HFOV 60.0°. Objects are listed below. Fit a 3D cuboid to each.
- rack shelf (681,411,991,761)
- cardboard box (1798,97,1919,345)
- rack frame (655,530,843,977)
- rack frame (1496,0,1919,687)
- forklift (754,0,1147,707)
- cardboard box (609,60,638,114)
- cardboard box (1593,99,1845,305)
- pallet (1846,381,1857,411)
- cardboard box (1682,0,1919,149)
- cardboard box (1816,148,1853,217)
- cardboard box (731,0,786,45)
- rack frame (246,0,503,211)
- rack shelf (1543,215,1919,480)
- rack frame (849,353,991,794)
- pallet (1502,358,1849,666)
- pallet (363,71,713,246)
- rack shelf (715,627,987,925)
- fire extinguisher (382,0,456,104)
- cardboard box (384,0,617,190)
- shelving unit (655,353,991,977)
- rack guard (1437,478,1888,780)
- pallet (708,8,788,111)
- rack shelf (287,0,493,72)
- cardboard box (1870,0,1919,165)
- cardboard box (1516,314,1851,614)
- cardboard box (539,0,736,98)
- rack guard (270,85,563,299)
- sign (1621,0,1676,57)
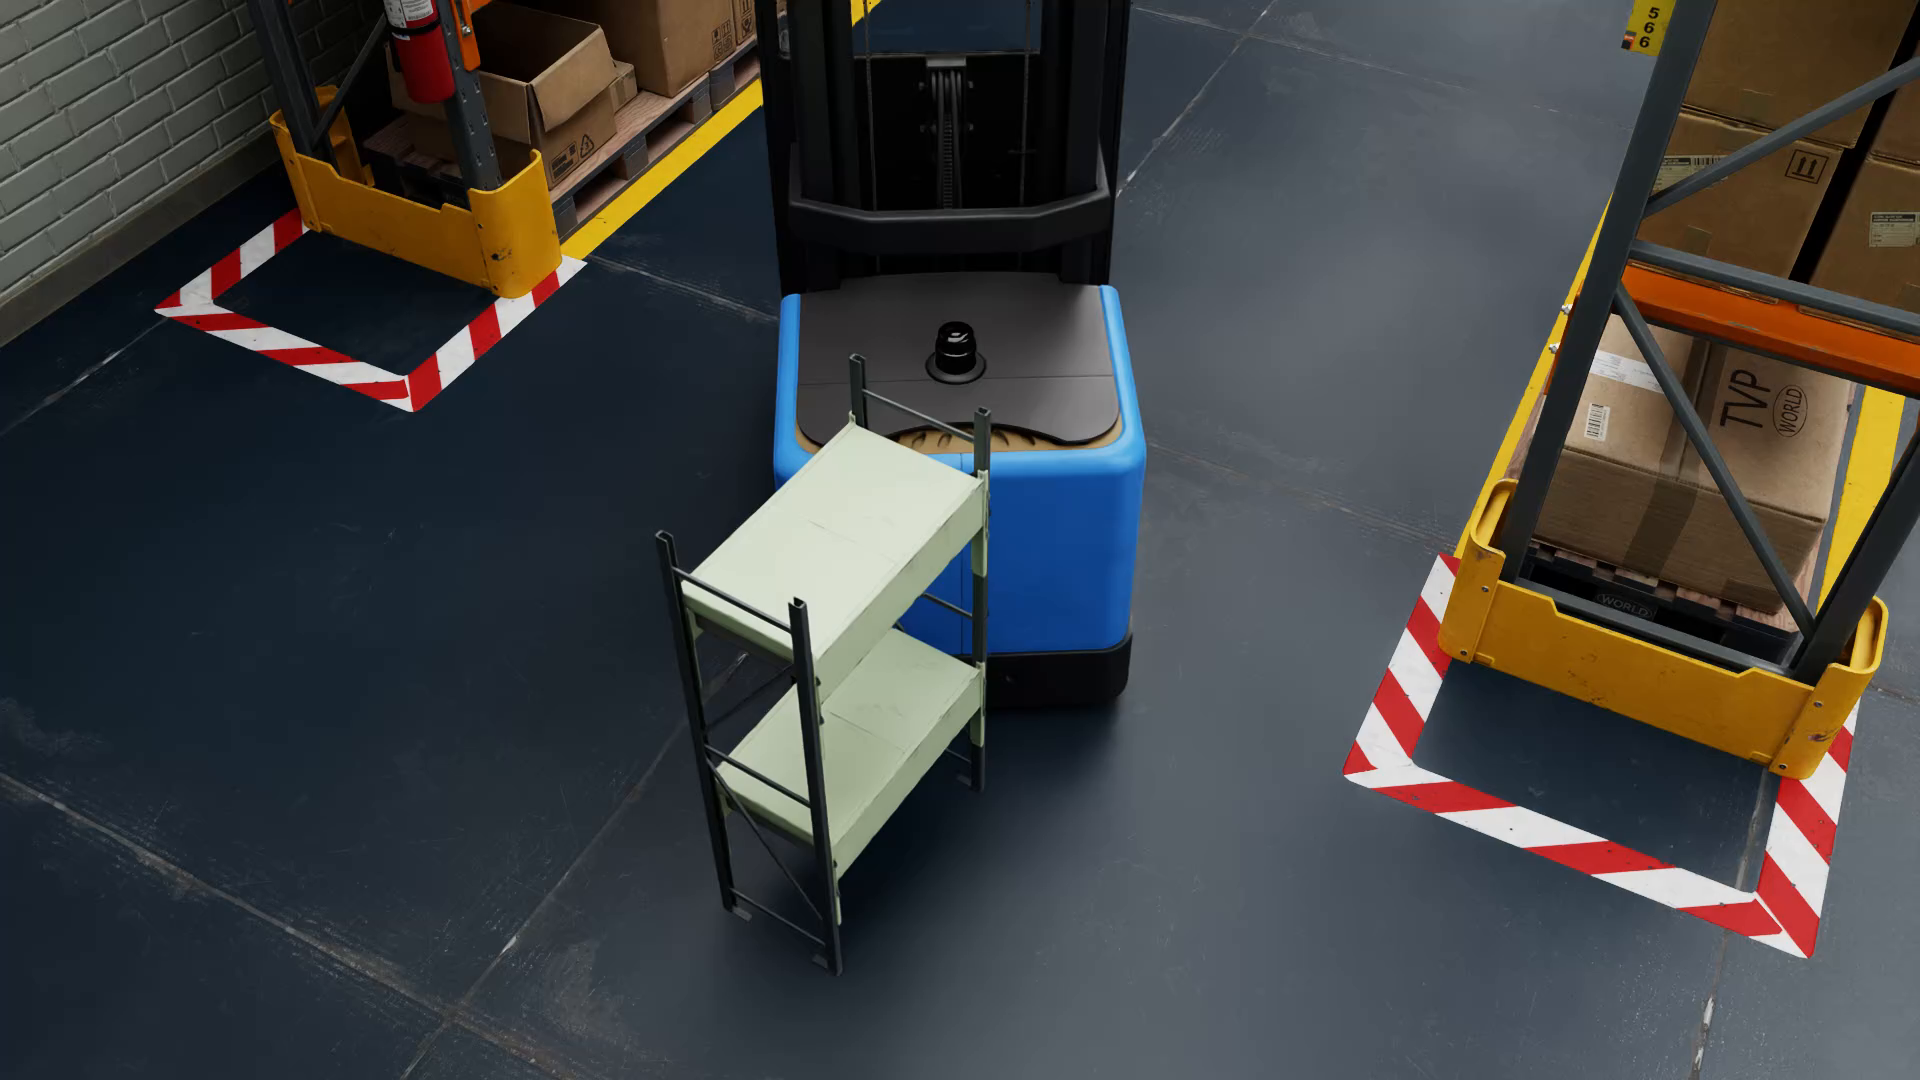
[{"bbox_3d":[-0.298,0.095,4.053,0.431,0.370,0.720,25,50,22],"label":"rack shelf"},{"bbox_3d":[2.618,-0.871,4.431,0.500,0.500,0.500,20,49,19],"label":"cardboard box"},{"bbox_3d":[-0.497,0.588,4.114,0.400,1.500,0.023,25,50,22],"label":"rack frame"},{"bbox_3d":[2.141,-0.628,4.261,1.000,3.000,0.127,20,49,19],"label":"rack frame"},{"bbox_3d":[-0.062,-1.537,5.208,1.130,2.935,3.031,-2,45,-2],"label":"forklift"},{"bbox_3d":[-1.658,-2.019,7.345,0.380,0.149,0.250,19,48,18],"label":"cardboard box"},{"bbox_3d":[2.130,-1.054,4.613,0.500,0.500,0.500,21,49,19],"label":"cardboard box"},{"bbox_3d":[3.010,-0.943,6.533,1.003,0.211,1.213,20,49,19],"label":"pallet"},{"bbox_3d":[2.154,-1.397,4.248,0.500,0.500,0.500,22,49,20],"label":"cardboard box"},{"bbox_3d":[2.828,-1.198,4.755,0.500,0.500,0.500,20,49,19],"label":"cardboard box"},{"bbox_3d":[-1.124,-2.713,7.784,0.500,0.500,0.500,21,49,20],"label":"cardboard box"},{"bbox_3d":[-2.257,-2.264,5.879,1.000,3.000,0.127,20,49,19],"label":"rack frame"},{"bbox_3d":[3.069,-1.635,5.763,1.077,0.370,4.000,20,49,19],"label":"rack shelf"},{"bbox_3d":[-0.100,0.151,4.546,0.400,1.500,0.023,25,50,22],"label":"rack frame"},{"bbox_3d":[2.443,-0.177,5.777,1.003,0.211,1.213,20,49,19],"label":"pallet"},{"bbox_3d":[-1.853,-1.834,7.415,1.003,0.211,1.213,20,49,19],"label":"pallet"},{"bbox_3d":[-0.298,0.599,4.562,0.431,0.370,0.720,25,50,22],"label":"rack shelf"},{"bbox_3d":[-1.916,-1.861,5.797,0.296,0.674,0.183,20,49,19],"label":"fire extinguisher"},{"bbox_3d":[-1.889,-1.888,6.967,0.797,0.503,0.637,19,48,18],"label":"cardboard box"},{"bbox_3d":[-0.298,0.370,4.330,0.431,1.500,0.755,25,50,22],"label":"shelving unit"},{"bbox_3d":[2.130,0.266,5.136,1.175,0.500,0.348,20,49,19],"label":"rack guard"},{"bbox_3d":[-1.285,-2.600,8.171,1.003,0.211,1.213,20,49,19],"label":"pallet"},{"bbox_3d":[-1.329,-3.271,7.380,1.077,0.370,4.000,20,49,19],"label":"rack shelf"},{"bbox_3d":[2.616,-1.223,4.076,0.500,0.500,0.500,19,48,18],"label":"cardboard box"},{"bbox_3d":[2.359,-0.324,5.467,0.875,0.438,0.875,19,48,18],"label":"cardboard box"},{"bbox_3d":[-1.458,-2.413,7.488,0.700,0.500,0.500,22,49,21],"label":"cardboard box"},{"bbox_3d":[-2.222,-1.433,6.815,1.175,0.500,0.348,20,49,19],"label":"rack guard"},{"bbox_3d":[1.667,-1.306,3.951,0.100,0.325,0.005,20,49,19],"label":"sign"}]
